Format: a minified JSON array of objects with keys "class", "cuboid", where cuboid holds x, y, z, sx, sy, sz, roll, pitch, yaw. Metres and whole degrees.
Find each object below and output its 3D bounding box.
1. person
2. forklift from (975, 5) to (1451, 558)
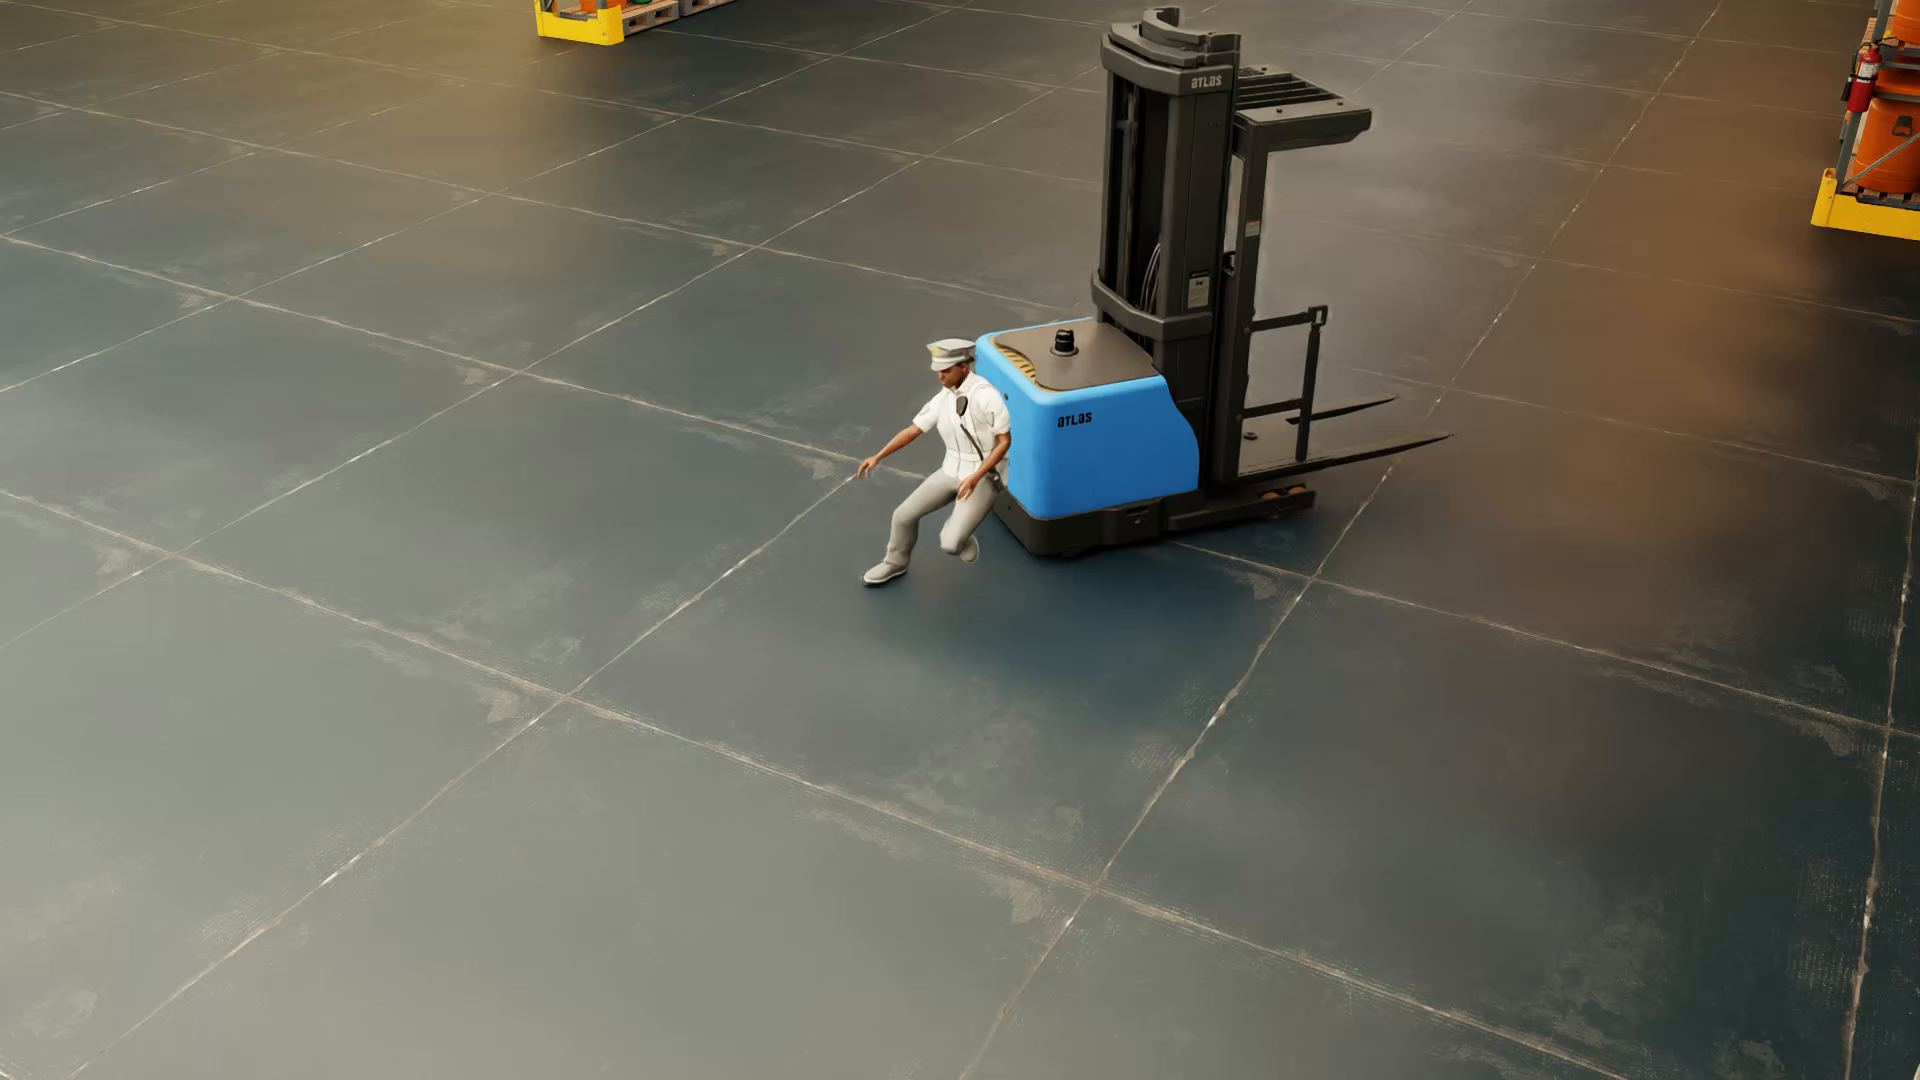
[{"class":"person","cuboid":[-0.149,-0.349,9.105,0.723,1.493,0.750,-24,38,-36]},{"class":"forklift","cuboid":[1.644,-1.627,9.889,3.031,2.935,1.130,-11,32,-19]}]
